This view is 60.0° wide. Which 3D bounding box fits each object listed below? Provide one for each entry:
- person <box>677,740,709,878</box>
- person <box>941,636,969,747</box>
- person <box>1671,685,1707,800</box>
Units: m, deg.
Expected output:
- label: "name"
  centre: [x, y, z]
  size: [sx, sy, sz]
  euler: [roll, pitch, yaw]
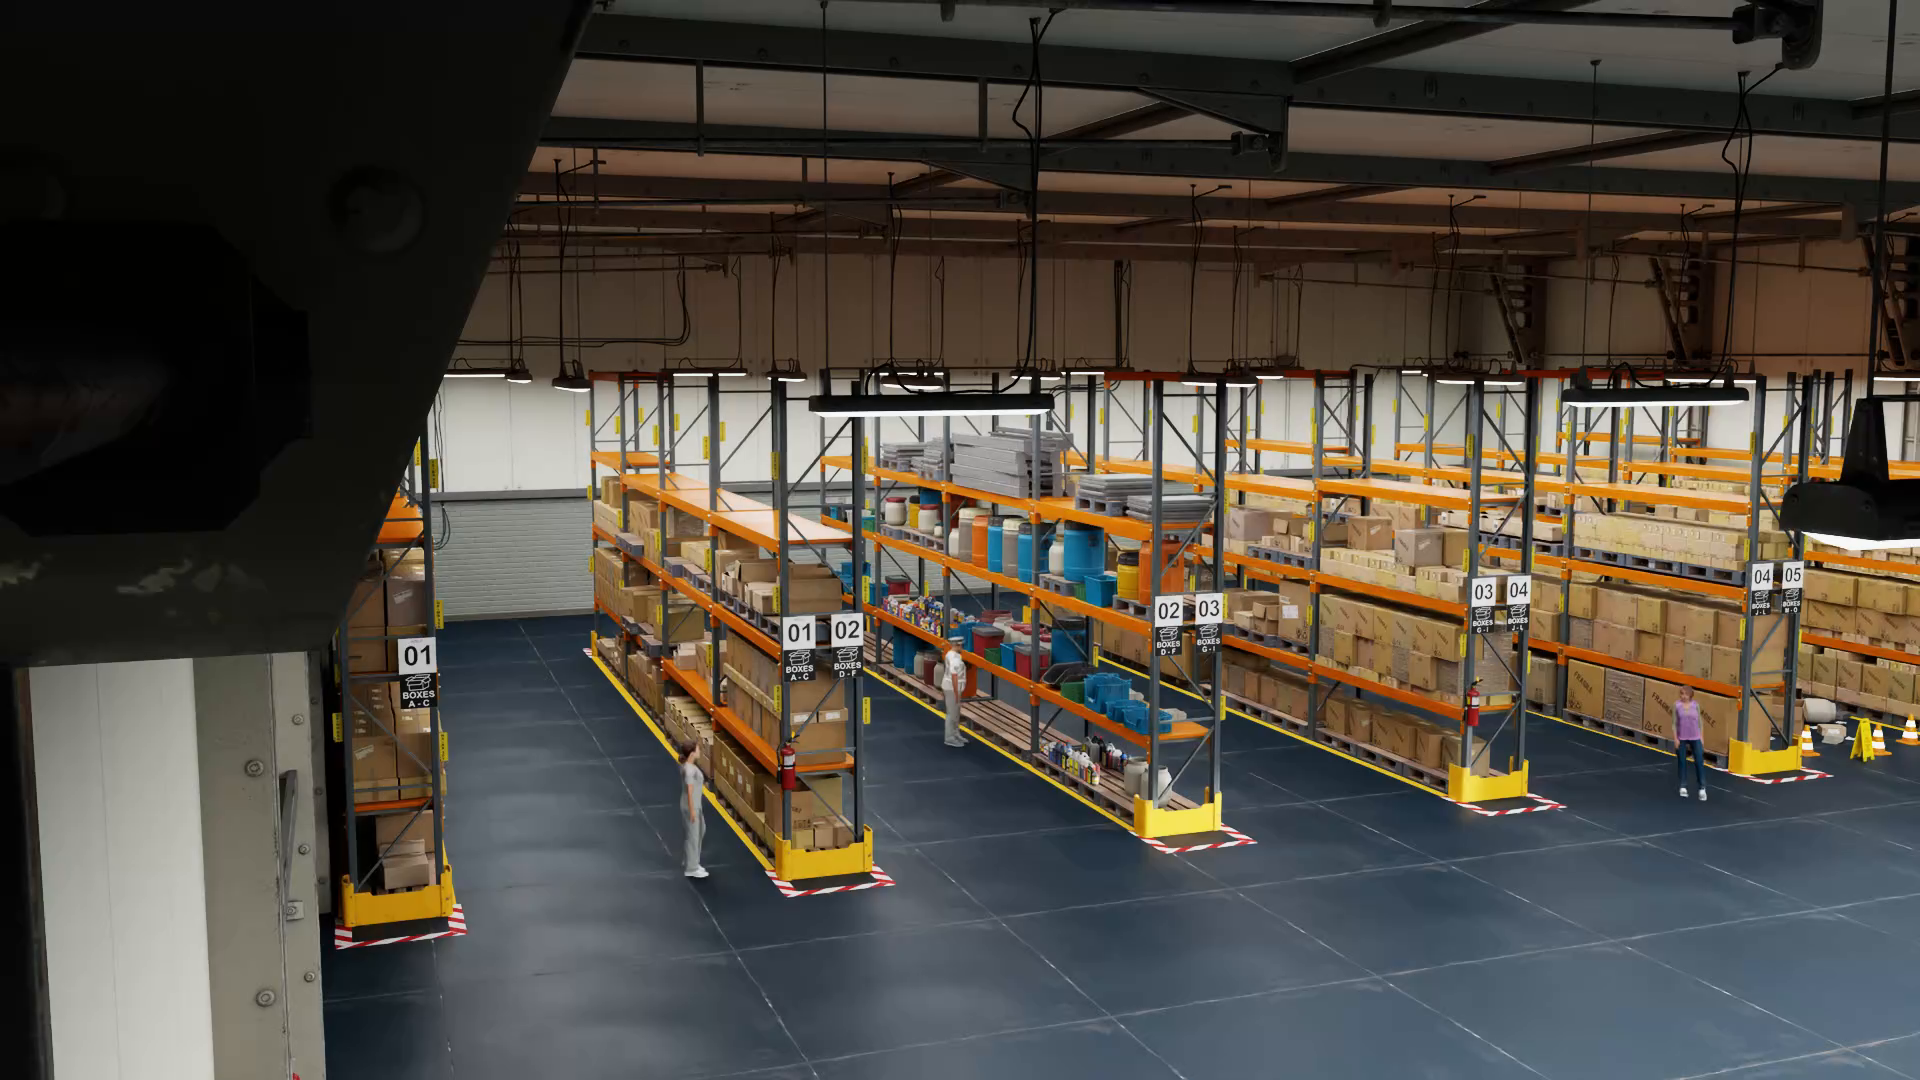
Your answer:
- label: "person"
  centre: [-3.253, 3.274, 20.227]
  size: [0.358, 1.714, 0.528]
  euler: [-1, 6, -10]
- label: "person"
  centre: [-0.078, 2.447, 26.993]
  size: [0.447, 1.769, 0.558]
  euler: [-1, 6, -6]
- label: "person"
  centre: [10.459, 2.887, 23.840]
  size: [0.507, 1.598, 0.387]
  euler: [2, 7, 20]
